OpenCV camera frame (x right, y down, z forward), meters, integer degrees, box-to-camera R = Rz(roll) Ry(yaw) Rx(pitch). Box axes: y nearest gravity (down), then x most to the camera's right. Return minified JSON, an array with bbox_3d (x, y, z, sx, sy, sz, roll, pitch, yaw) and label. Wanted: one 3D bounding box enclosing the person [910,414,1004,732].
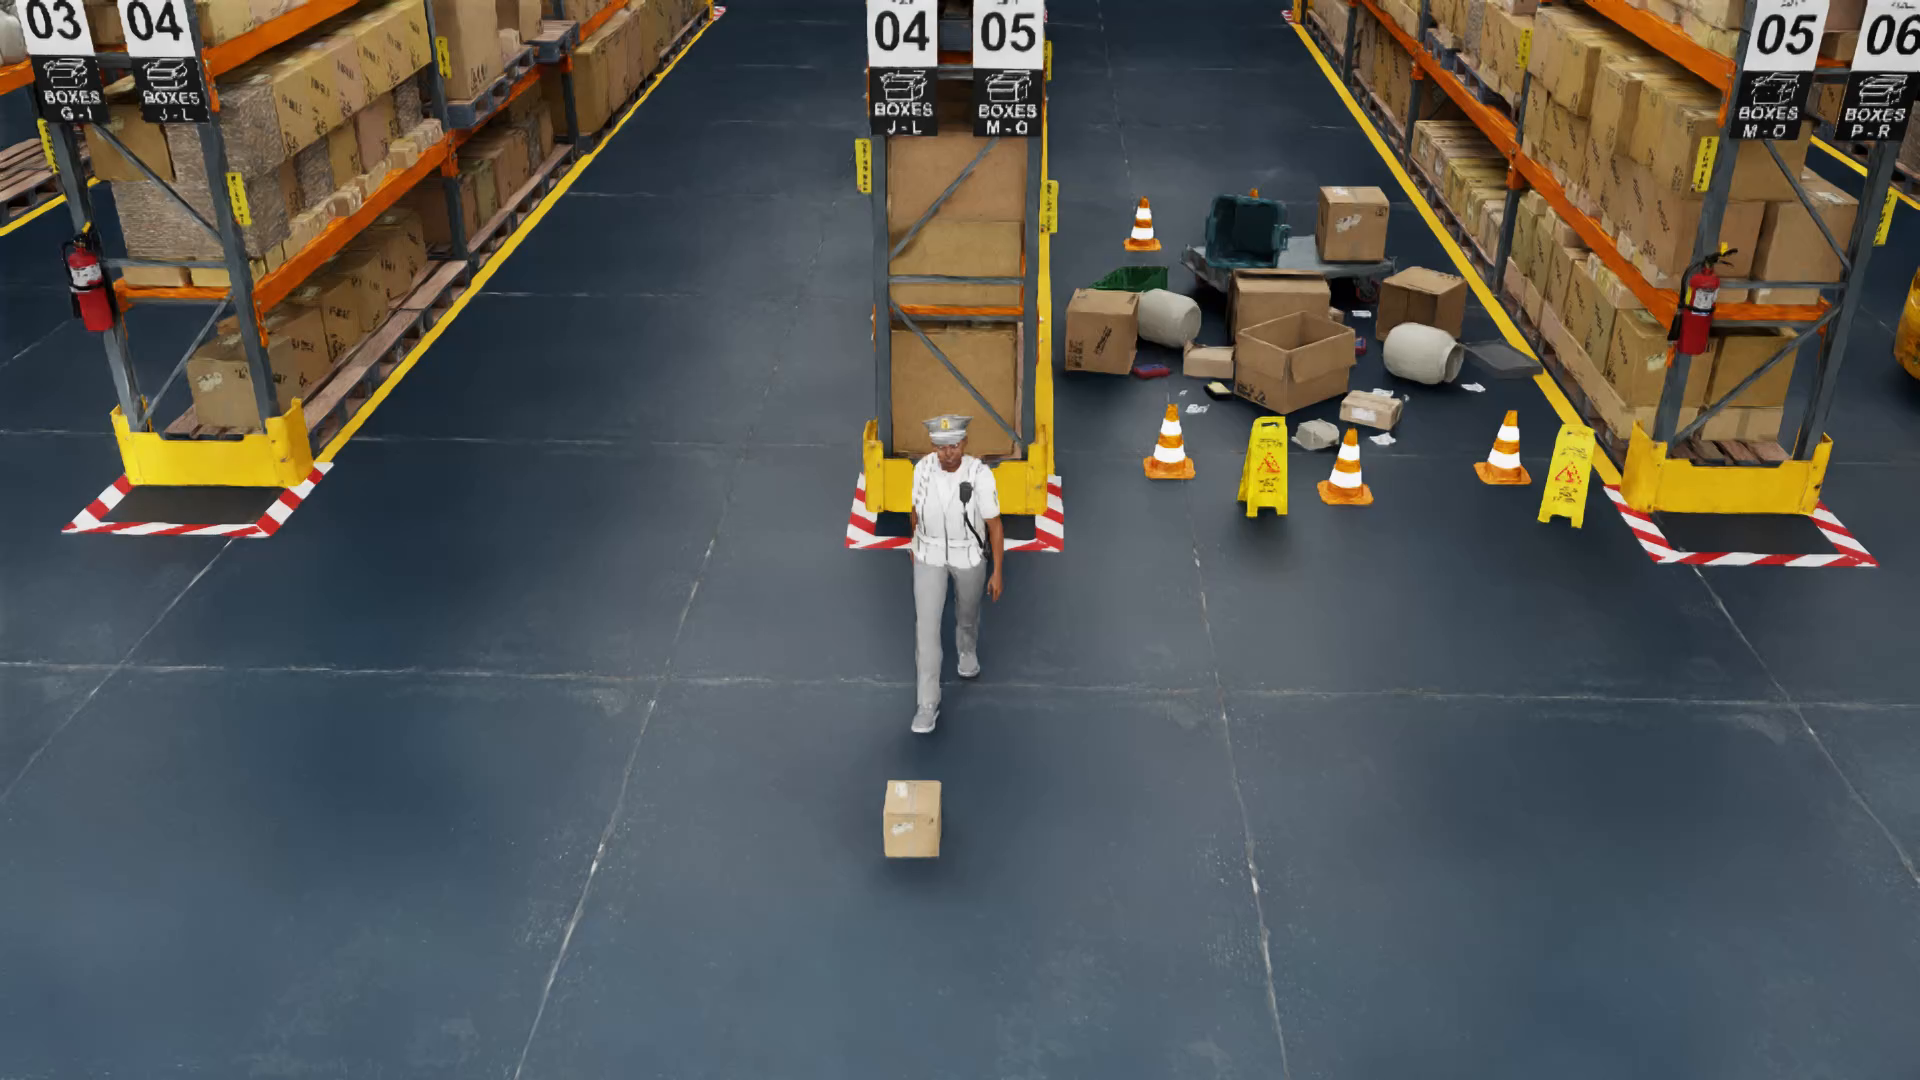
[{"bbox_3d":[-0.034,0.100,8.404,0.519,1.636,0.915,4,28,8],"label":"person"}]
